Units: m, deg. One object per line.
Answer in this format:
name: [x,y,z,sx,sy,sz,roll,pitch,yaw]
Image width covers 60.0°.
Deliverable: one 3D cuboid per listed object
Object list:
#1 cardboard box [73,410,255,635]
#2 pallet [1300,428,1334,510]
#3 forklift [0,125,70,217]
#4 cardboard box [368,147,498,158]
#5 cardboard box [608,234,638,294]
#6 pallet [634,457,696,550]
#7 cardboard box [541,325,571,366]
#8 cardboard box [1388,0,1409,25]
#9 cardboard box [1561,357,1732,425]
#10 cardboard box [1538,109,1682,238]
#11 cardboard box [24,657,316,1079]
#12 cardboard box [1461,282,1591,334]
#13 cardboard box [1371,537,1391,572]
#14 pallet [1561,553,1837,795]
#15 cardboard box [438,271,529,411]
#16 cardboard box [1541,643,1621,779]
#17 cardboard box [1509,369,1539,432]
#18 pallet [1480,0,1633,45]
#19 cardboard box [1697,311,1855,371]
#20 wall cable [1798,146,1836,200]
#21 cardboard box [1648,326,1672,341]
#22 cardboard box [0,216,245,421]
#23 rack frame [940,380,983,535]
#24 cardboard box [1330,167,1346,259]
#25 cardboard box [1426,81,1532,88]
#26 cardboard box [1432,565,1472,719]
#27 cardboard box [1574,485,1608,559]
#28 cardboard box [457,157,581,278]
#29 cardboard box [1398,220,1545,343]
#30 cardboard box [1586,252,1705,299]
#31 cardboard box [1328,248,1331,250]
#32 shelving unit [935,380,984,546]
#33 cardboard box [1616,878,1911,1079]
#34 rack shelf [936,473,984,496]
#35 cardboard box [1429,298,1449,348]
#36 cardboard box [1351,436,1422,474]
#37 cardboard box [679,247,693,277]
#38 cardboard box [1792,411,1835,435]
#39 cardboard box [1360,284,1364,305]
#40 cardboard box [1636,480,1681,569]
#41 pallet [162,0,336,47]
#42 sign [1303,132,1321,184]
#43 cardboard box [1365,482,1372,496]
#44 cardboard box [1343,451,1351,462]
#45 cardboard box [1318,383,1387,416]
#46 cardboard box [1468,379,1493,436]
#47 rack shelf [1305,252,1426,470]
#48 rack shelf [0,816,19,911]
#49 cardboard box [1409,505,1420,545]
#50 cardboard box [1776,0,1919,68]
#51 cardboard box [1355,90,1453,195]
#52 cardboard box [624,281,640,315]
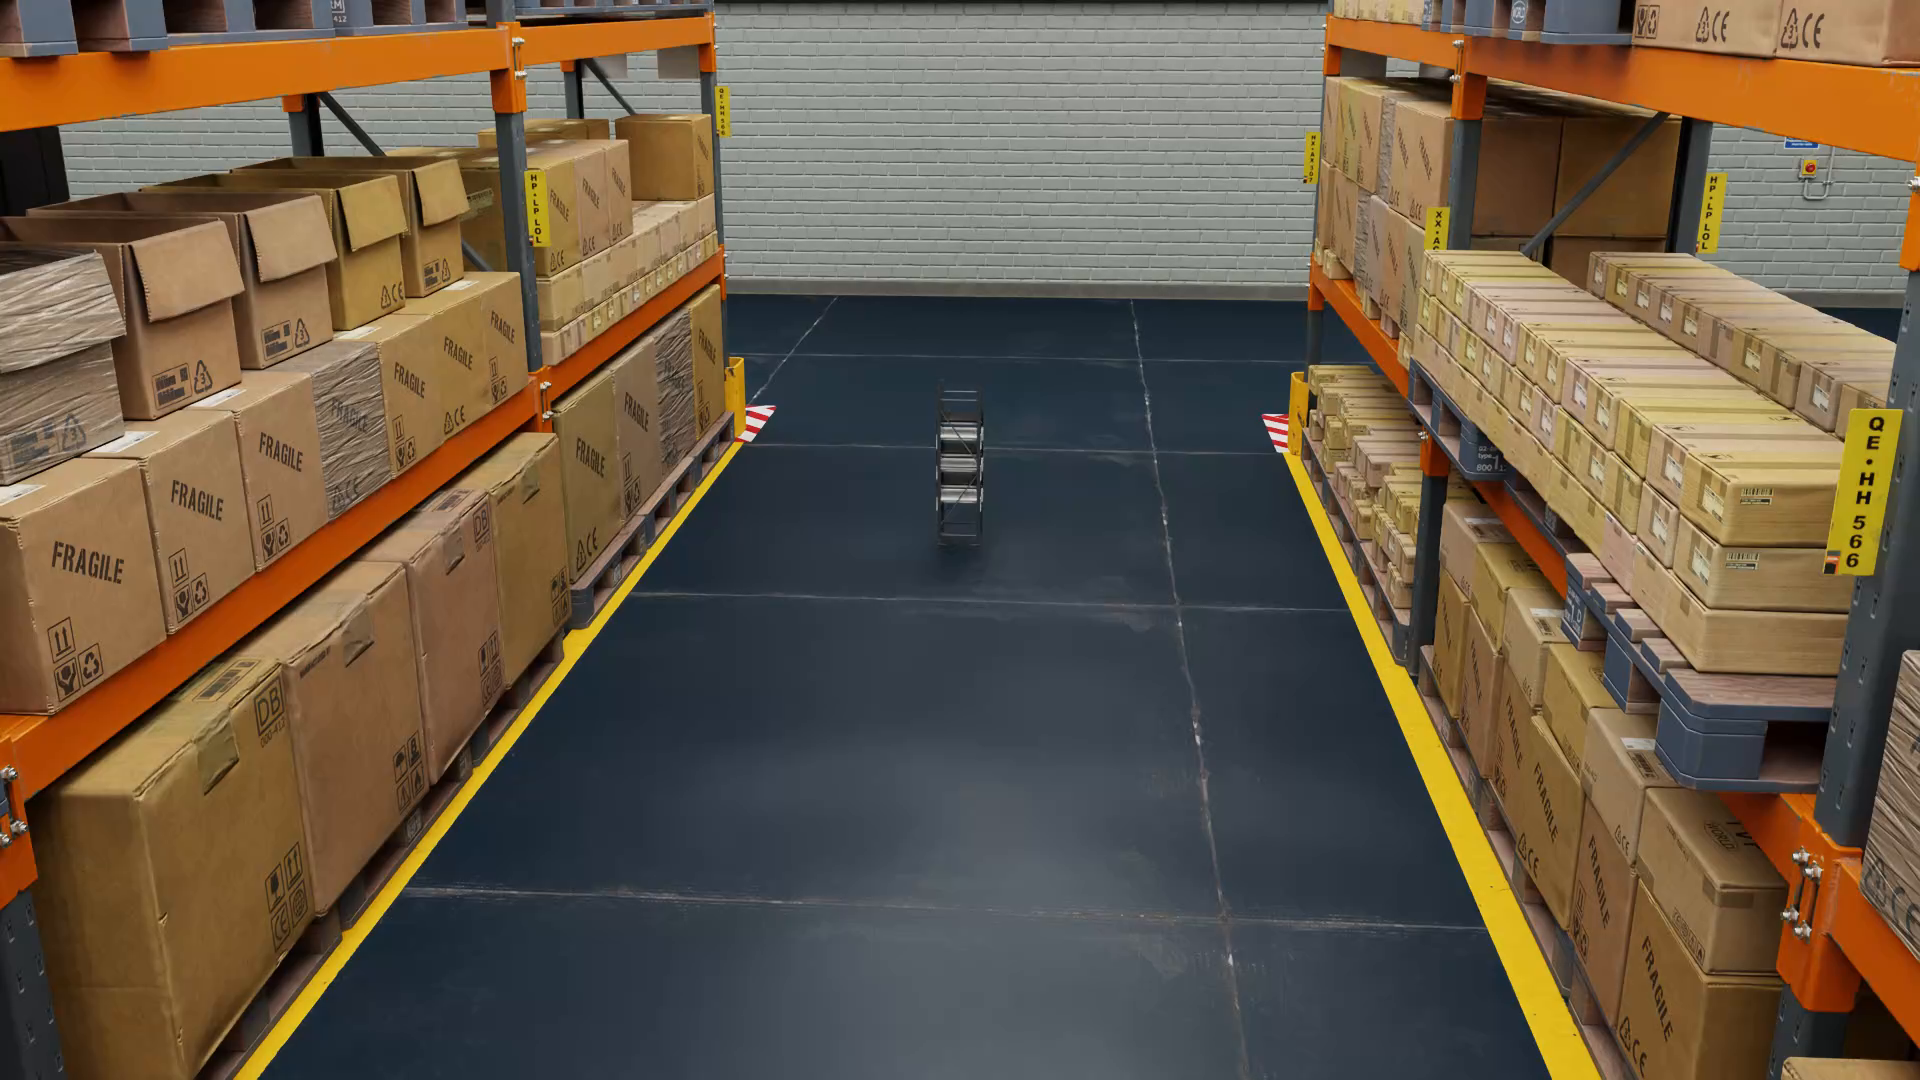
cardboard box: [-2.349,-0.061,4.631,0.500,0.500,0.500,1,18,2]
pallet: [2.725,-0.451,10.459,1.003,0.211,1.213,1,18,4]
forklift: [-5.361,-1.238,8.493,1.130,2.935,3.031,17,25,42]
cardboard box: [-2.597,-1.681,8.296,0.500,0.500,0.500,1,18,4]
cardboard box: [-2.036,-1.476,8.874,0.500,0.250,0.500,2,18,5]
pallet: [-2.186,-0.240,9.816,1.003,0.211,1.213,1,18,4]
cardboard box: [-2.050,-0.916,7.804,0.380,0.149,0.250,1,18,4]
cardboard box: [2.386,-2.634,8.067,0.500,0.250,0.500,1,18,3]
cardboard box: [1.906,-0.409,4.626,0.380,0.149,0.250,1,18,4]
cardboard box: [2.812,-1.607,7.267,0.500,0.500,0.500,2,18,5]
cardboard box: [-2.619,0.888,4.634,1.225,0.875,0.875,0,18,1]
cardboard box: [1.995,-0.816,5.868,0.380,0.149,0.250,1,18,3]
cardboard box: [2.282,0.055,8.342,0.380,0.149,0.250,1,18,2]
pallet: [2.195,0.301,3.995,1.213,0.211,1.003,1,18,4]
cardboard box: [-2.164,-0.847,7.030,0.500,0.500,0.500,1,18,4]
cardboard box: [2.115,0.533,5.115,0.500,0.250,0.500,2,18,5]
cardboard box: [1.940,-0.432,5.176,0.380,0.149,0.250,1,18,3]
pallet: [2.315,-1.633,5.074,1.213,0.211,1.003,1,18,4]
cardboard box: [2.609,-0.638,5.325,0.380,0.149,0.250,0,18,1]
wall cable: [8.149,-4.221,15.806,0.585,1.953,0.123,1,18,4]
cardboard box: [2.652,-0.658,5.866,0.380,0.149,0.250,1,18,2]
cardboard box: [-2.572,-0.662,4.853,0.797,0.503,0.637,2,18,5]
rack frame: [0.008,-0.462,9.387,0.240,0.900,0.006,1,18,4]
cardboard box: [2.503,-1.940,9.887,0.500,0.500,0.500,1,18,4]
cardboard box: [3.003,-2.410,9.716,0.500,0.500,0.500,1,18,2]
cardboard box: [2.220,0.403,6.715,0.500,0.500,0.500,2,18,6]
cardboard box: [1.886,-0.044,4.470,0.380,0.149,0.250,1,18,3]
cardboard box: [-2.114,-1.520,7.804,0.500,0.500,0.500,1,18,4]
cardboard box: [2.290,-1.154,7.489,0.500,0.500,0.500,1,18,4]
cardboard box: [2.703,-1.042,6.561,0.380,0.149,0.250,2,18,6]
cardboard box: [2.497,-1.758,10.375,0.380,0.149,0.250,2,18,6]
shelving unit: [0.001,-0.430,9.291,0.258,0.900,0.210,1,18,4]
cardboard box: [2.037,1.212,4.247,0.500,0.500,0.500,1,18,4]
rack shelf: [0.001,-0.313,9.329,0.258,0.077,0.200,1,18,4]
cardboard box: [2.033,-0.837,6.413,0.380,0.149,0.250,1,18,3]
cardboard box: [2.323,-0.459,8.955,0.380,0.149,0.250,1,18,2]
cardboard box: [-1.868,-1.719,10.256,0.380,0.149,0.250,2,18,5]
cardboard box: [2.555,-0.256,4.639,0.380,0.149,0.250,1,18,4]
cardboard box: [2.413,-1.353,9.137,0.380,0.149,0.250,2,18,6]
cardboard box: [1.849,-0.034,3.962,0.380,0.149,0.250,2,18,6]
pallet: [-2.619,-1.593,4.952,1.003,0.211,1.213,2,18,6]
sign: [2.283,-2.474,10.767,0.100,0.325,0.005,1,18,4]
cardboard box: [2.405,-0.306,8.965,0.380,0.149,0.250,0,18,1]
cardboard box: [2.468,-0.421,9.796,0.380,0.149,0.250,1,18,4]
cardboard box: [2.402,-0.860,10.178,0.380,0.149,0.250,1,18,4]
cardboard box: [1.977,-0.456,5.726,0.380,0.149,0.250,0,18,1]
rack shelf: [2.680,-1.088,9.081,1.077,0.370,4.000,1,18,4]
rack shelf: [-2.833,1.255,1.932,1.077,0.370,4.000,1,18,4]
cardboard box: [2.303,-0.052,7.714,0.380,0.149,0.250,2,18,5]
cardboard box: [2.038,-1.222,3.358,0.500,0.500,0.500,1,18,4]
cardboard box: [2.404,-2.105,8.786,0.500,0.500,0.500,1,18,2]
cardboard box: [-1.958,-1.318,9.032,0.380,0.149,0.250,1,18,5]
